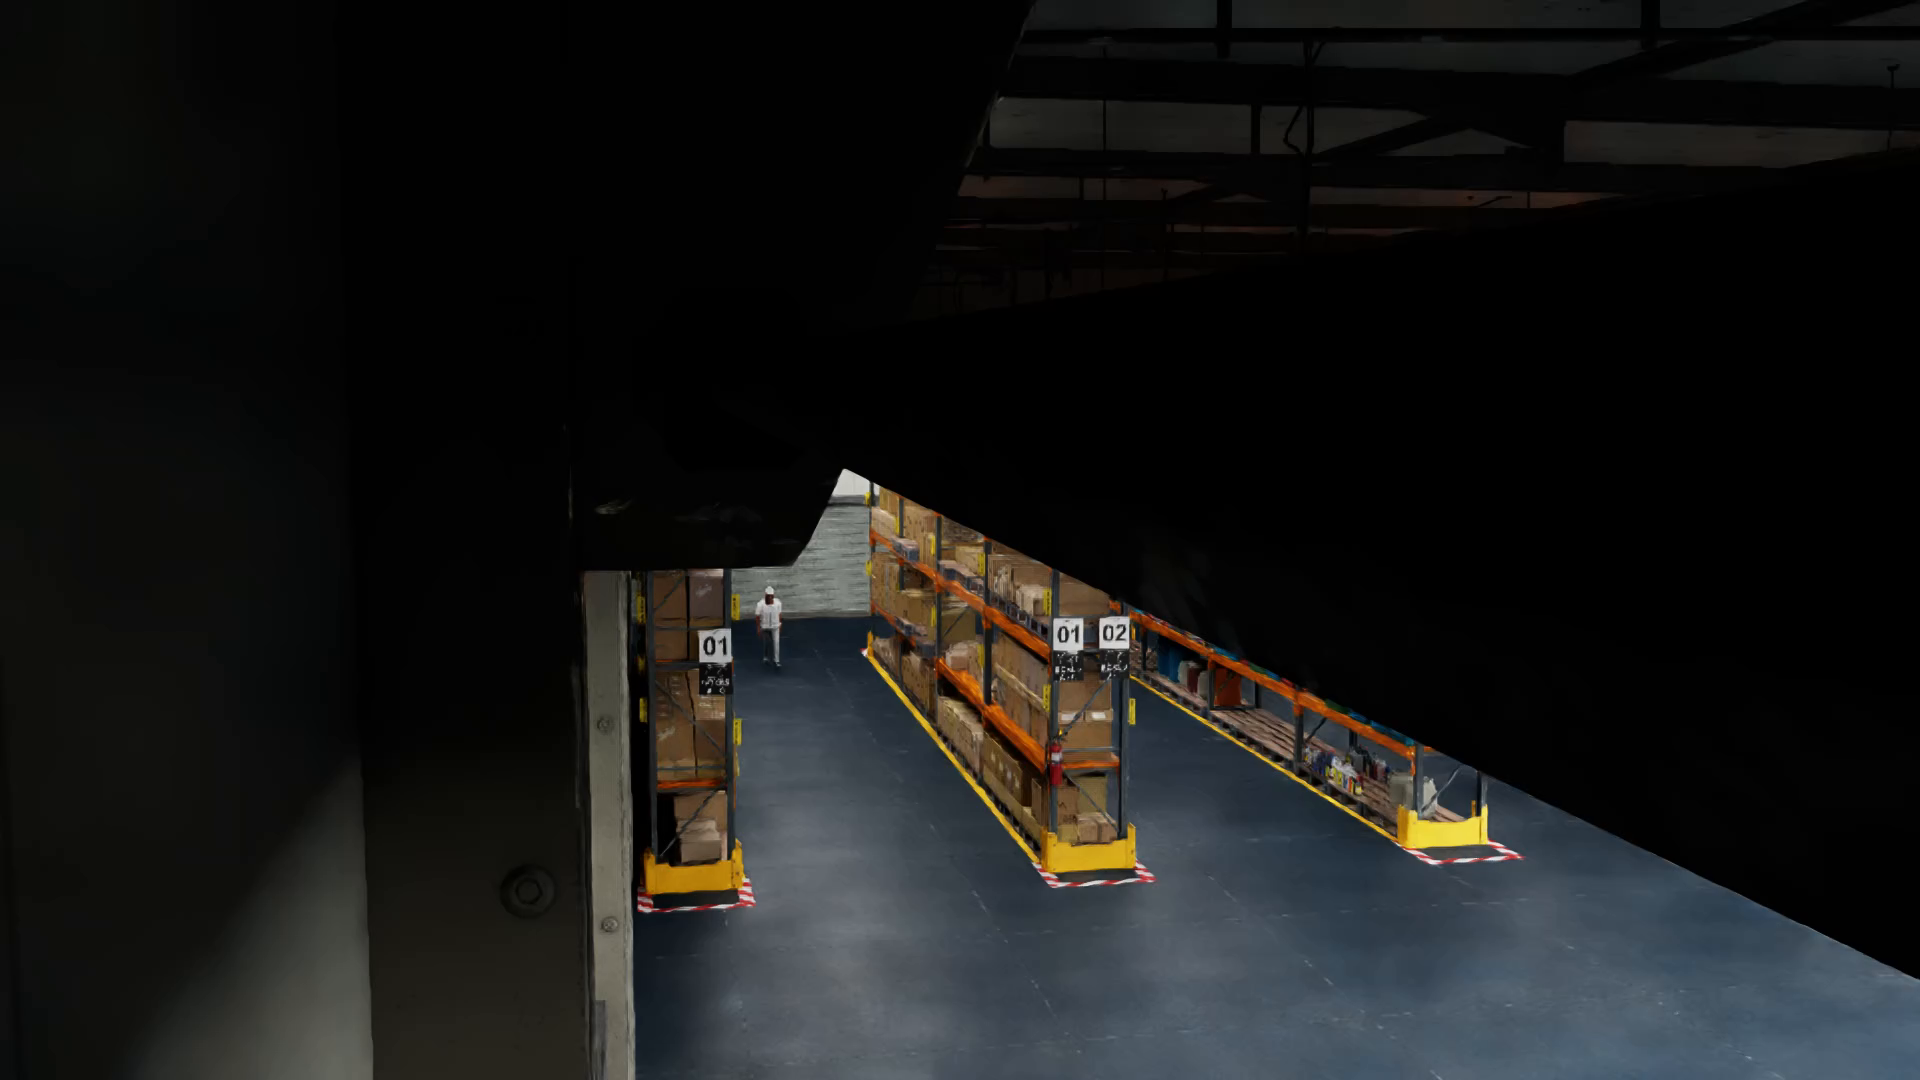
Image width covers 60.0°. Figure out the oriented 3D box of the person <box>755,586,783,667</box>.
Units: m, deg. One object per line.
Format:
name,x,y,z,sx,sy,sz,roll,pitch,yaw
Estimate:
person,-4.024,1.812,35.102,0.579,1.688,1.108,-1,6,-9
